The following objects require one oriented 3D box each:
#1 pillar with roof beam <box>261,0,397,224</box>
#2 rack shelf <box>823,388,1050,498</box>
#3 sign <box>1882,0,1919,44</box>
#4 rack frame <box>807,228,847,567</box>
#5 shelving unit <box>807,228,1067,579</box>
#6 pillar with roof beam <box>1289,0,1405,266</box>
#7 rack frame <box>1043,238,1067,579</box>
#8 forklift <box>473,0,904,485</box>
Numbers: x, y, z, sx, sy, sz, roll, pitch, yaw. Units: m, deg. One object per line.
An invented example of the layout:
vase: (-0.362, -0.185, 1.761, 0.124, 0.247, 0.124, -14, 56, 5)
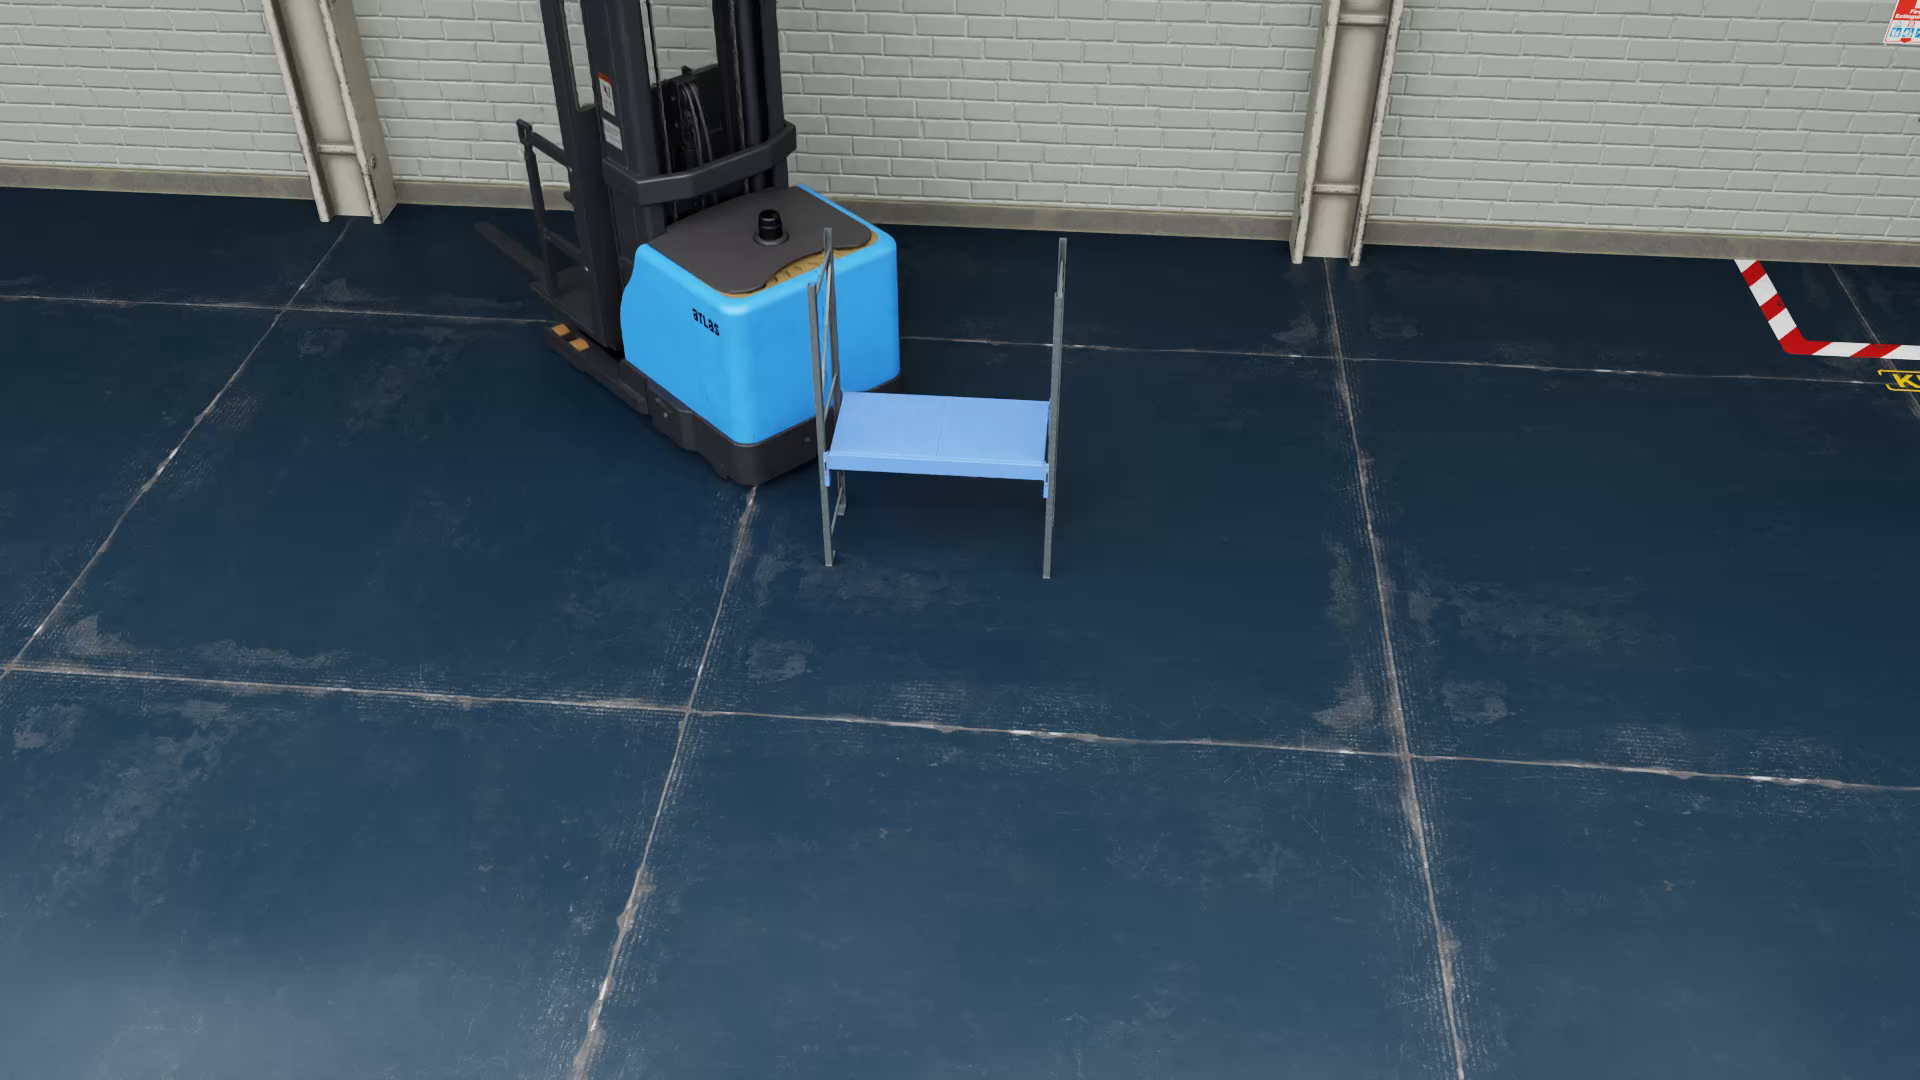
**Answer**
pillar with roof beam: (-4.148, -2.854, 4.299, 0.400, 9.000, 9.100, 3, 39, 4)
rack shelf: (-0.085, -0.447, 7.566, 1.000, 0.185, 0.538, 3, 39, 4)
sign: (5.178, -2.849, 9.016, 0.234, 0.329, 0.001, 3, 39, 4)
rack frame: (-0.591, -0.614, 7.487, 0.032, 1.500, 0.500, 3, 39, 4)
shelving unit: (-0.085, -0.586, 7.453, 1.048, 1.500, 0.538, 3, 39, 4)
pillar with roof beam: (1.830, -2.528, 3.897, 0.400, 9.000, 9.100, 3, 39, 4)
rack frame: (0.421, -0.559, 7.419, 0.032, 1.500, 0.500, 3, 39, 4)
forklift: (-1.639, -2.255, 8.370, 1.130, 2.935, 3.031, -29, 47, -31)
